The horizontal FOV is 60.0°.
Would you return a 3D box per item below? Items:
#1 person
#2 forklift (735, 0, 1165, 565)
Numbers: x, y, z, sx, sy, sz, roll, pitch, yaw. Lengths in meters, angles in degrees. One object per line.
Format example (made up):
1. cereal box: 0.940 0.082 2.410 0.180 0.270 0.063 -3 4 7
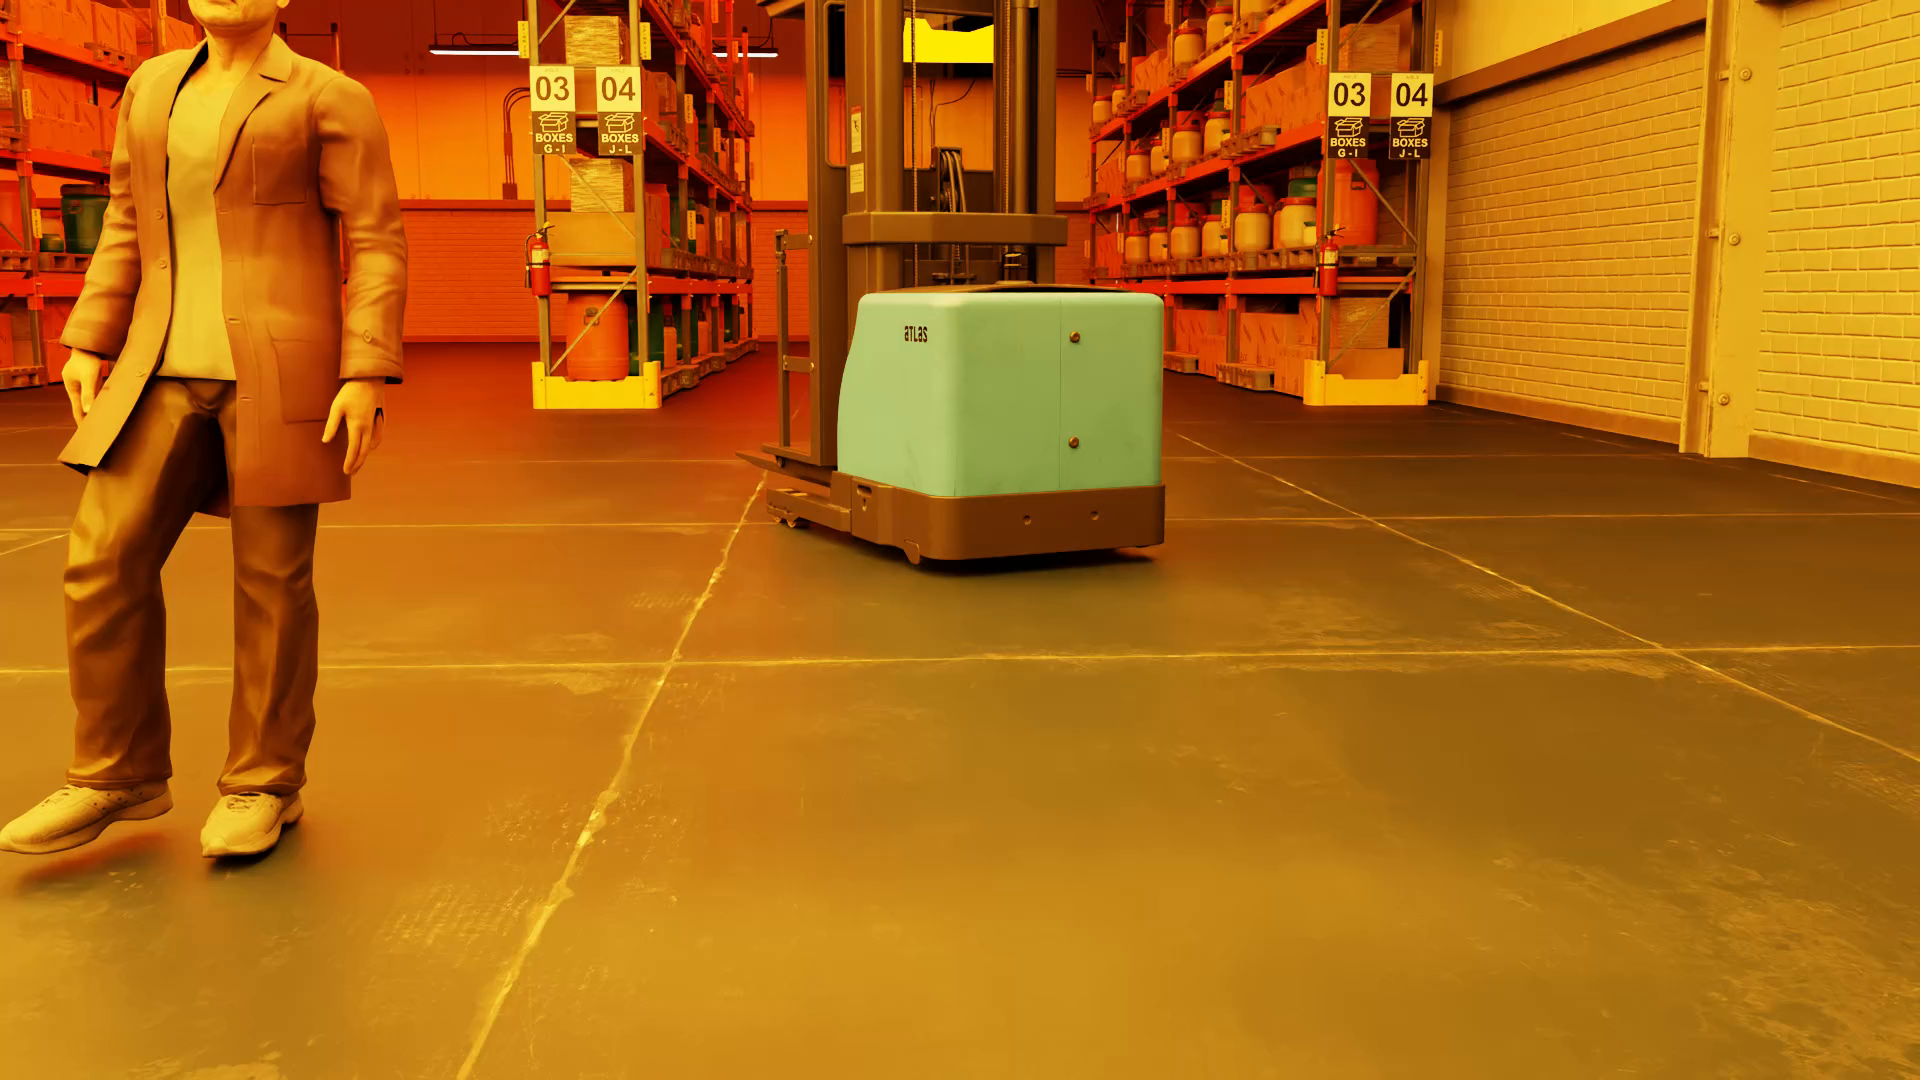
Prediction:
1. person: -1.425 -0.289 3.147 0.694 1.777 0.576 1 9 8
2. forklift: -0.264 -1.530 7.637 1.130 2.935 3.031 -4 9 -25
